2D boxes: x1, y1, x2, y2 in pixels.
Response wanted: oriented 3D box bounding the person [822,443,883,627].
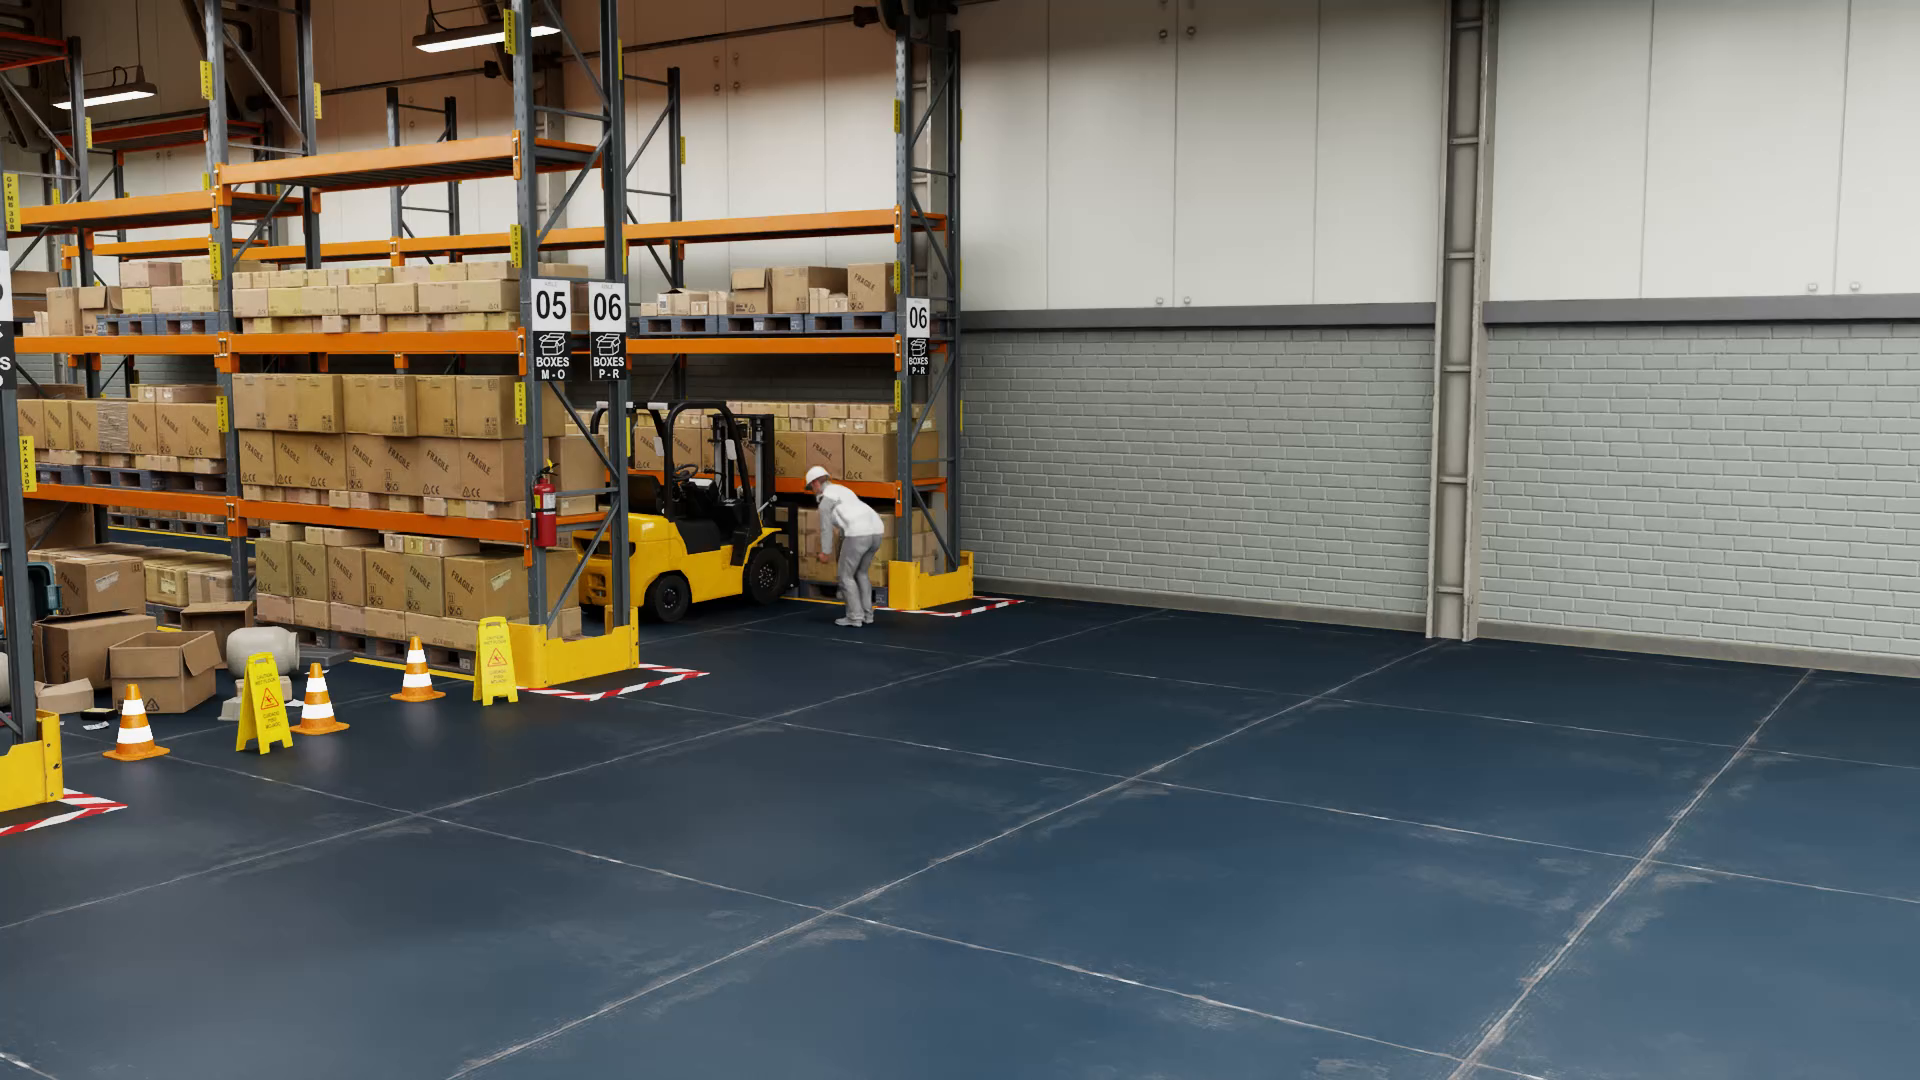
[{"bbox_3d":[-1.045,-0.060,16.191,0.547,1.774,0.508,4,7,33],"label":"person"}]
